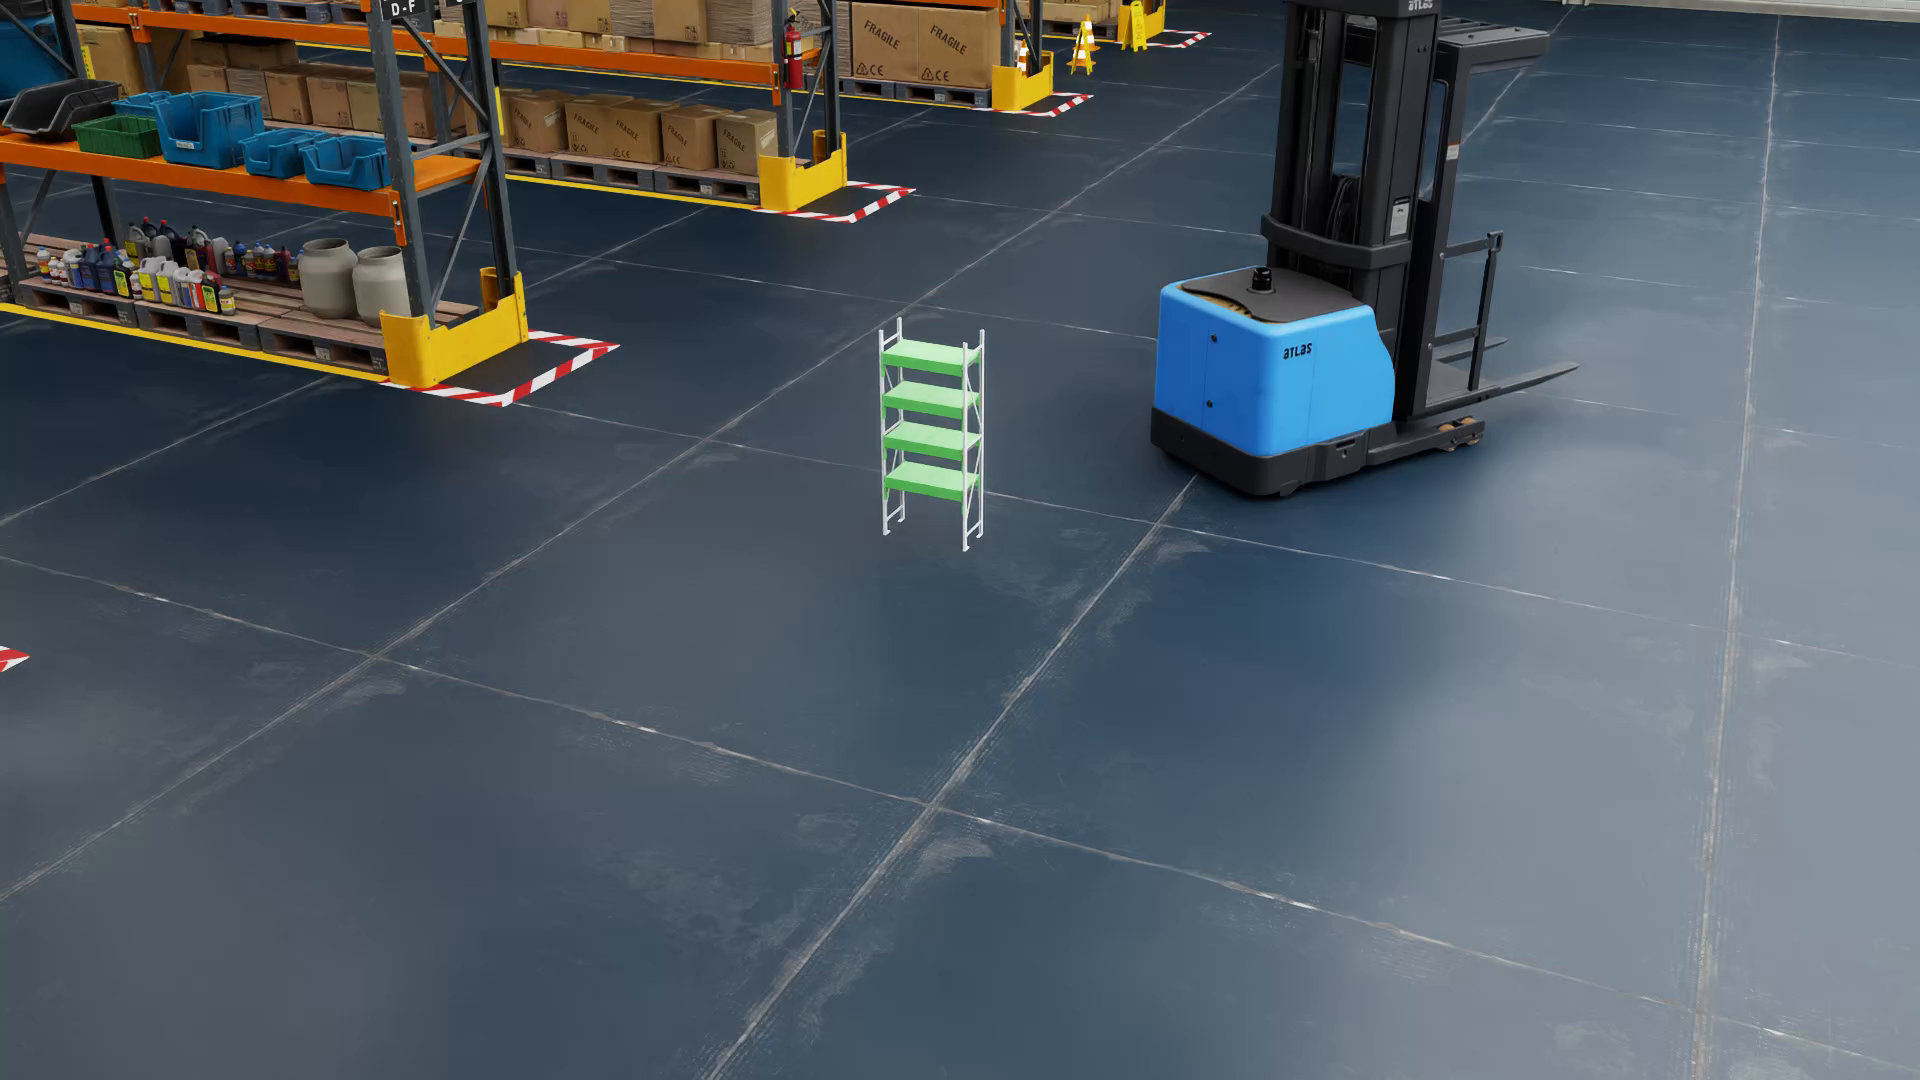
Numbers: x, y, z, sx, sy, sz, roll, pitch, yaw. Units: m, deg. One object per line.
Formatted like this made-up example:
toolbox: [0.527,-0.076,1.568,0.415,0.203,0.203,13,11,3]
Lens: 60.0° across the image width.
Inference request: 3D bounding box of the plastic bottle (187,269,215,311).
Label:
plastic bottle: [-5.538,-1.833,12.163,0.135,0.276,0.152,12,28,22]

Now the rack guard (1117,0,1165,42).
rack guard: [2.616,-7.510,23.937,0.348,0.500,1.175,11,28,22]

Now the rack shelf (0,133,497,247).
rack shelf: [-5.287,-2.684,12.120,4.000,0.370,1.077,11,28,22]

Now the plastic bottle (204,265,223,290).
plastic bottle: [-5.495,-1.879,12.249,0.133,0.283,0.061,11,28,22]

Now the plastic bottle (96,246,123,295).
plastic bottle: [-6.373,-2.033,12.483,0.185,0.351,0.144,10,28,20]

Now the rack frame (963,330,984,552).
rack frame: [0.071,-0.524,8.956,0.015,1.200,0.240,11,28,22]

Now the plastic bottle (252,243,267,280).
plastic bottle: [-5.391,-2.152,12.816,0.097,0.271,0.097,0,26,0]

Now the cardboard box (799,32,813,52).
cardboard box: [-1.577,-4.668,15.620,0.250,0.149,0.380,11,28,22]

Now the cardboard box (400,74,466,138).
cardboard box: [-5.608,-4.561,17.450,0.500,0.500,0.700,9,28,18]

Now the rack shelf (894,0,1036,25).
rack shelf: [-1.092,-6.652,20.179,4.000,0.370,1.077,11,28,22]

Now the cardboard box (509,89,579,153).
cardboard box: [-4.186,-4.240,16.821,0.500,0.500,0.500,22,34,38]

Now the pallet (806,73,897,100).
pallet: [-1.138,-5.696,20.580,1.213,0.211,1.003,11,28,22]

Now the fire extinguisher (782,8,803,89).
fire extinguisher: [-1.503,-4.392,14.862,0.183,0.674,0.296,11,28,22]

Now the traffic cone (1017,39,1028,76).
traffic cone: [0.833,-6.139,21.194,0.334,0.463,0.336,11,28,22]

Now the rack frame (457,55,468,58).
rack frame: [-6.554,-8.071,22.248,0.127,3.000,1.000,11,28,22]

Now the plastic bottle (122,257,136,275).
plastic bottle: [-6.224,-1.985,12.477,0.097,0.271,0.097,0,26,0]

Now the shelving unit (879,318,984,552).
shelving unit: [-0.151,-0.569,9.046,0.503,1.200,0.258,11,28,22]

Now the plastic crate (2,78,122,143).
plastic crate: [-6.684,-3.198,12.420,0.504,0.338,0.767,11,28,22]

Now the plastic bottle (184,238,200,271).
plastic bottle: [-5.953,-2.209,12.919,0.133,0.283,0.061,11,28,22]

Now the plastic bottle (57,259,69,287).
plastic bottle: [-6.814,-2.043,12.673,0.097,0.201,0.097,0,26,0]

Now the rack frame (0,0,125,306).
rack frame: [-7.108,-3.373,12.704,0.127,3.000,1.000,11,28,22]

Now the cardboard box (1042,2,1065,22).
cardboard box: [1.370,-7.710,24.151,0.500,0.250,0.500,11,28,22]

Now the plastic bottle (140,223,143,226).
plastic bottle: [-6.533,-2.396,13.298,0.133,0.283,0.061,13,29,24]

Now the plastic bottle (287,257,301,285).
plastic bottle: [-5.082,-2.059,12.706,0.097,0.201,0.097,0,26,0]

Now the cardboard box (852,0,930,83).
cardboard box: [-0.718,-6.101,20.176,0.875,0.875,0.875,11,28,21]

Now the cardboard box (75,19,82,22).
cardboard box: [-10.127,-5.631,19.222,0.875,0.875,1.225,11,28,22]

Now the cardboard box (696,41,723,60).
cardboard box: [-2.238,-4.560,15.401,0.250,0.149,0.380,11,28,22]

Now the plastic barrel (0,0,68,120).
plastic barrel: [-7.334,-3.790,12.984,0.708,0.901,0.600,11,28,22]

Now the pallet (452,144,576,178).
pallet: [-4.432,-4.005,17.145,1.213,0.211,1.003,11,28,22]

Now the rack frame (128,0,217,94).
rack frame: [-8.699,-6.095,18.235,0.127,3.000,1.000,11,28,22]

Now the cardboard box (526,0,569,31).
cardboard box: [-3.736,-5.279,16.126,0.500,0.500,0.875,11,28,22]

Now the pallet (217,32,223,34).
pallet: [-10.821,-7.660,24.570,1.213,0.211,1.003,11,28,22]

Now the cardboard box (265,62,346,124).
cardboard box: [-7.052,-4.860,18.057,0.500,0.500,0.700,14,29,26]

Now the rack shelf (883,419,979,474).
rack shelf: [-0.151,-0.511,9.075,0.480,0.148,0.258,11,28,22]

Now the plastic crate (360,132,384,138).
plastic crate: [-4.148,-2.816,11.872,0.250,0.136,0.298,11,28,22]

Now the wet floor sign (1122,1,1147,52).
wet floor sign: [2.416,-7.096,22.933,0.232,0.644,0.267,23,35,39]

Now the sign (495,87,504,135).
sign: [-3.235,-2.986,11.605,0.005,0.325,0.100,11,28,22]

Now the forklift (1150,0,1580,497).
forklift: [2.696,-2.046,10.088,3.031,2.935,1.130,-16,30,-29]

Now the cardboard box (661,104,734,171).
cardboard box: [-2.536,-3.916,16.163,0.500,0.500,0.500,20,33,35]

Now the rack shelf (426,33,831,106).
rack shelf: [-3.237,-4.676,16.165,4.000,0.370,1.077,11,28,22]

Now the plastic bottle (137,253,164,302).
plastic bottle: [-5.986,-1.955,12.326,0.185,0.351,0.144,11,28,21]

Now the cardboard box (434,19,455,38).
cardboard box: [-4.987,-5.091,16.479,0.250,0.149,0.380,11,28,22]

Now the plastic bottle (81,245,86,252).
plastic bottle: [-6.650,-2.112,12.720,0.133,0.283,0.061,11,28,22]

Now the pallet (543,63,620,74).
pallet: [-4.761,-6.422,22.055,1.213,0.211,1.003,11,28,22]

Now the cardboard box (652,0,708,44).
cardboard box: [-2.411,-4.966,15.490,0.500,0.500,0.875,11,28,22]

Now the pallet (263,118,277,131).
pallet: [-7.988,-4.701,18.559,1.213,0.211,1.003,11,28,22]

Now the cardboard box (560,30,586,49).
cardboard box: [-3.616,-4.822,15.933,0.250,0.149,0.380,11,28,22]

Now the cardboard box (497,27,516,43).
cardboard box: [-4.294,-4.964,16.220,0.250,0.149,0.380,11,28,22]

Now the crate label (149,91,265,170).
crate label: [-5.254,-2.885,11.674,0.616,0.435,0.502,11,28,22]

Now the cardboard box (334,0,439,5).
cardboard box: [-5.723,-6.023,16.933,1.000,1.000,1.000,12,28,22]

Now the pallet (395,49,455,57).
pallet: [-7.265,-6.964,23.155,1.213,0.211,1.003,11,28,22]

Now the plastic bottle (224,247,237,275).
plastic bottle: [-5.669,-2.177,12.945,0.097,0.201,0.097,0,26,0]

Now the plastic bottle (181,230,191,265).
plastic bottle: [-6.062,-2.301,13.106,0.133,0.283,0.061,13,29,25]

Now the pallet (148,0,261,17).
pallet: [-8.006,-5.922,18.099,1.003,0.211,1.213,11,28,22]

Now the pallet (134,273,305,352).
pallet: [-5.399,-1.760,12.585,1.213,0.211,1.003,11,28,22]

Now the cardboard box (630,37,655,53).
cardboard box: [-2.906,-4.711,15.707,0.250,0.149,0.380,11,28,22]
